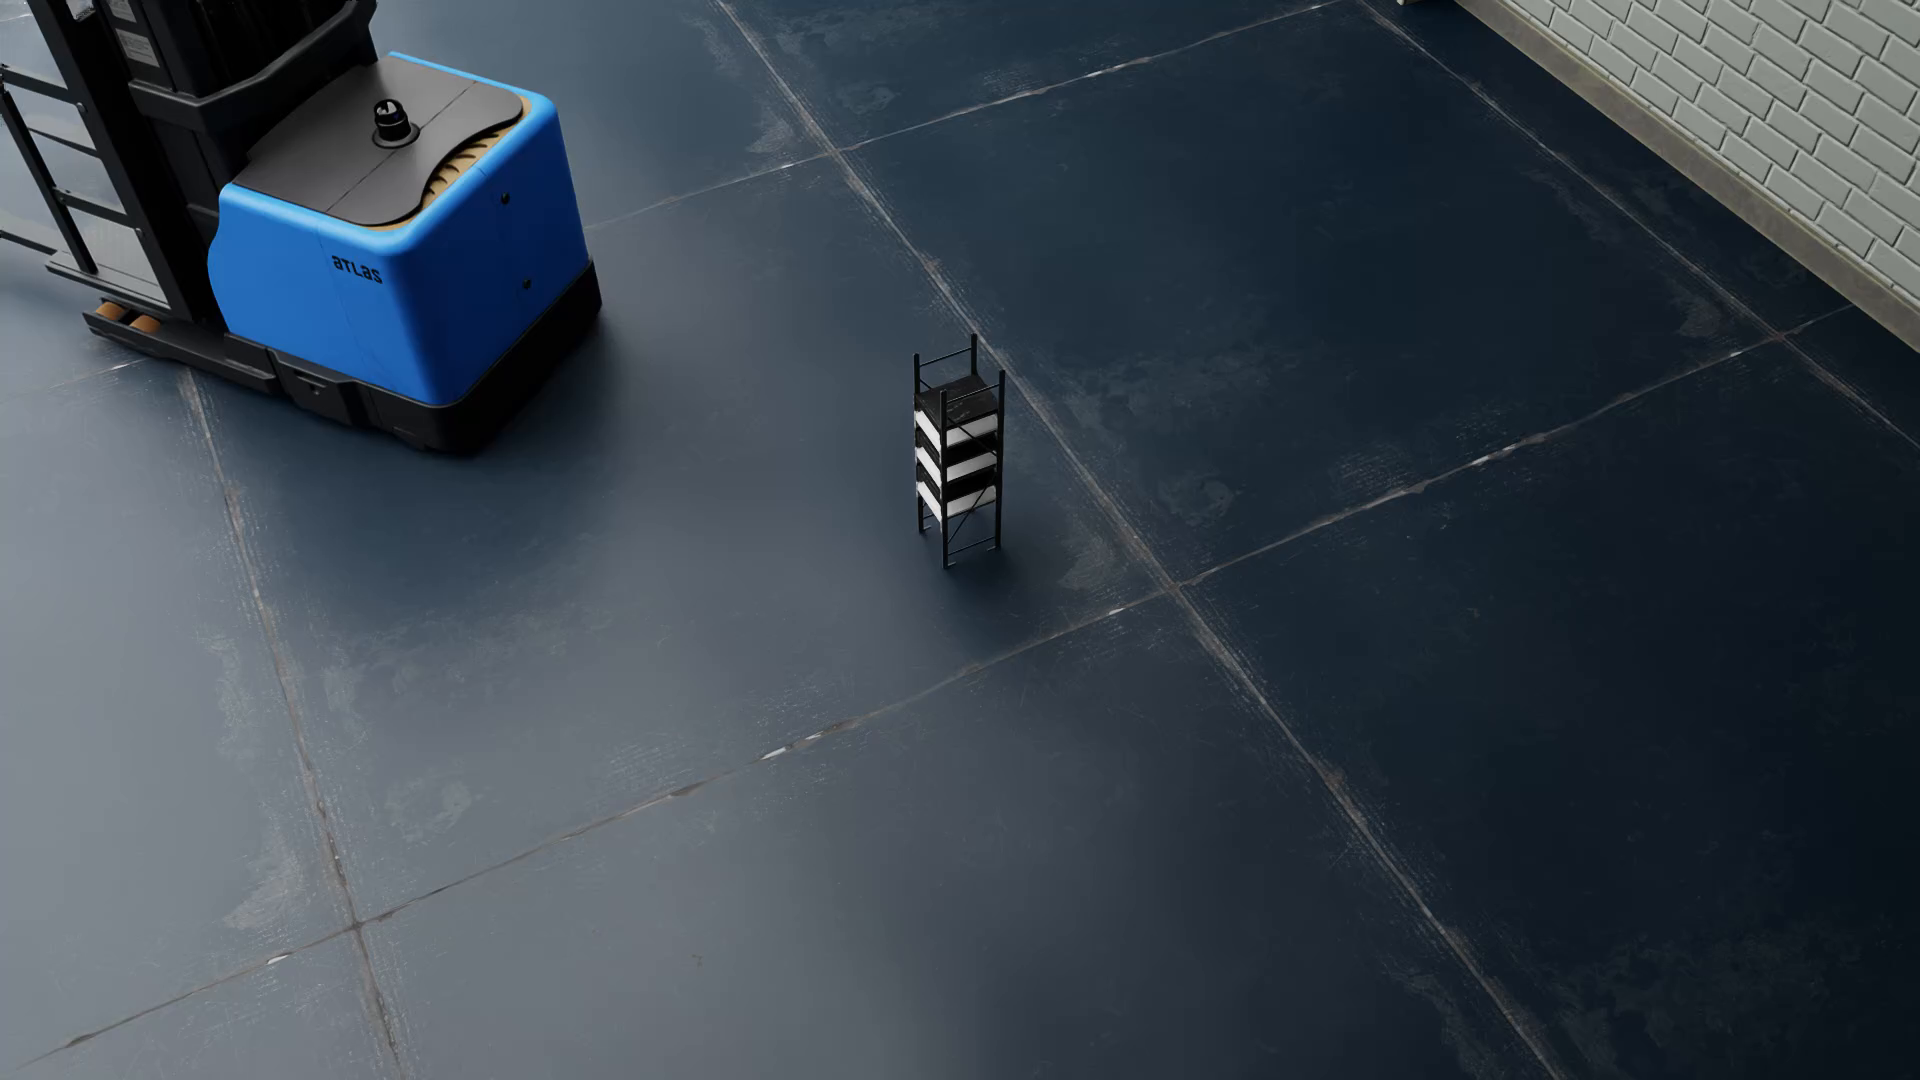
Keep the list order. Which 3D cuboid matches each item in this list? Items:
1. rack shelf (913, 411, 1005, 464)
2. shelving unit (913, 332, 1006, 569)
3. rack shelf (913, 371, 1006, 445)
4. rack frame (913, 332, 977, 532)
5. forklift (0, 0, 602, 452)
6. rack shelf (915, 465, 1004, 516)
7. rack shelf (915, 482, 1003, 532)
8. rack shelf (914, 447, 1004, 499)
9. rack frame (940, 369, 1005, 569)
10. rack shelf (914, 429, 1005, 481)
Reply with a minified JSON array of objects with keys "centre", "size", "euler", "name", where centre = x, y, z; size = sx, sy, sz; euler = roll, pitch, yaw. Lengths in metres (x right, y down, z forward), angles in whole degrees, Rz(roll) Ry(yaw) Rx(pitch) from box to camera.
[{"centre":[-0.004,-0.398,5.806],"size":[0.258,0.077,0.200],"euler":[-21,52,-18],"name":"rack shelf"},{"centre":[-0.004,-0.302,5.916],"size":[0.258,0.900,0.210],"euler":[-21,52,-18],"name":"shelving unit"},{"centre":[-0.004,-0.458,5.738],"size":[0.258,0.077,0.200],"euler":[-21,52,-18],"name":"rack shelf"},{"centre":[-0.050,-0.370,5.976],"size":[0.240,0.900,0.006],"euler":[-21,52,-18],"name":"rack frame"},{"centre":[-3.072,-2.072,6.115],"size":[3.031,2.935,1.130],"euler":[19,52,16],"name":"forklift"},{"centre":[-0.004,-0.220,6.009],"size":[0.258,0.077,0.200],"euler":[-21,52,-18],"name":"rack shelf"},{"centre":[-0.004,-0.161,6.077],"size":[0.258,0.077,0.200],"euler":[-21,52,-18],"name":"rack shelf"},{"centre":[-0.004,-0.280,5.941],"size":[0.258,0.077,0.200],"euler":[-21,52,-18],"name":"rack shelf"},{"centre":[0.043,-0.234,5.857],"size":[0.240,0.900,0.006],"euler":[-21,52,-18],"name":"rack frame"},{"centre":[-0.004,-0.339,5.873],"size":[0.258,0.077,0.200],"euler":[-21,52,-18],"name":"rack shelf"}]
